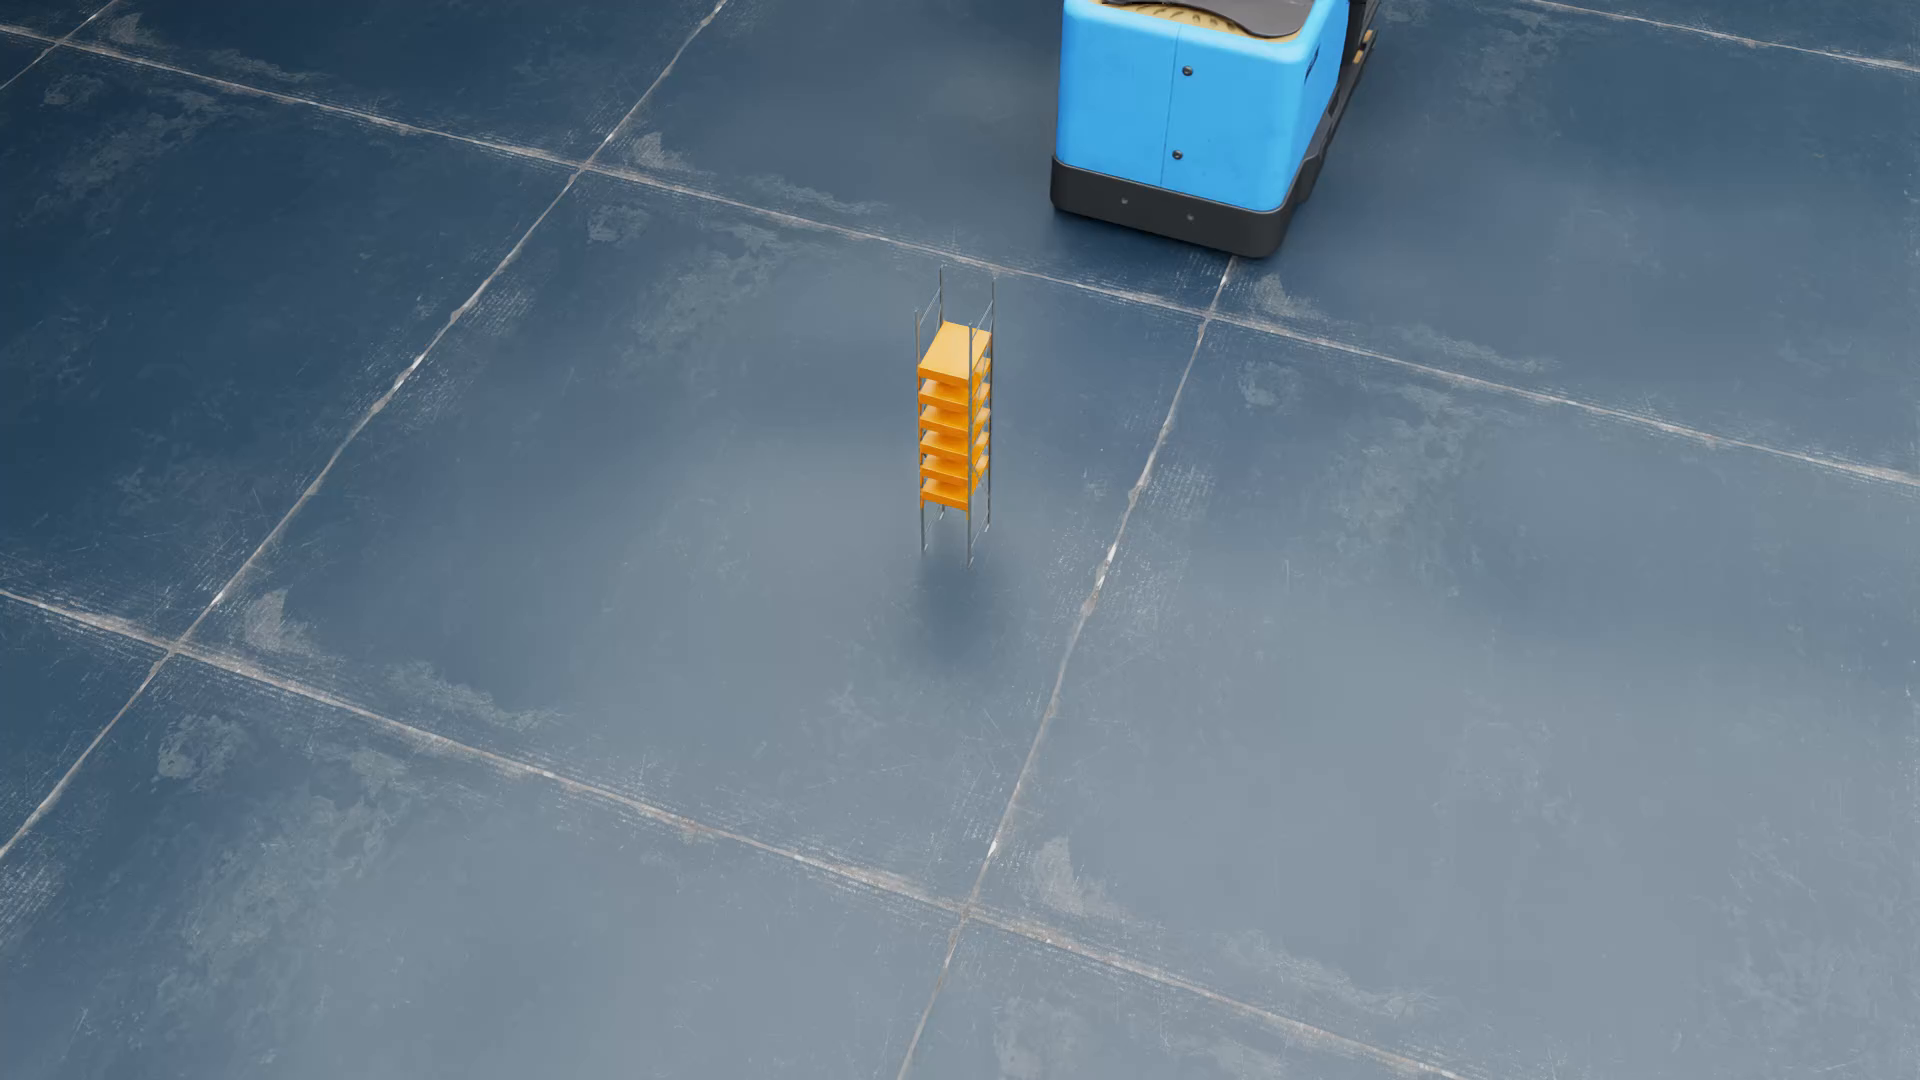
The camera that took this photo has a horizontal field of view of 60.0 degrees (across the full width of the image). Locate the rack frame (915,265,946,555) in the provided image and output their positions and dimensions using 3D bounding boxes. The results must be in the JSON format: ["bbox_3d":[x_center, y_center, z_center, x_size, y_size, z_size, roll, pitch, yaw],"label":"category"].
[{"bbox_3d":[-0.099,-0.421,5.821,0.006,1.200,0.240,16,51,13],"label":"rack frame"}]

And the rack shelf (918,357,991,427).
[{"bbox_3d":[-0.014,-0.525,5.652,0.180,0.103,0.258,16,51,13],"label":"rack shelf"}]

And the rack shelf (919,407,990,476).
[{"bbox_3d":[-0.014,-0.368,5.833,0.180,0.103,0.258,16,51,13],"label":"rack shelf"}]

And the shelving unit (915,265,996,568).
[{"bbox_3d":[-0.014,-0.397,5.800,0.189,1.200,0.258,16,51,13],"label":"shelving unit"}]

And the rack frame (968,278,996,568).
[{"bbox_3d":[0.072,-0.373,5.779,0.006,1.200,0.240,16,51,13],"label":"rack frame"}]

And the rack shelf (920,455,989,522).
[{"bbox_3d":[-0.014,-0.210,6.015,0.180,0.103,0.258,16,51,13],"label":"rack shelf"}]

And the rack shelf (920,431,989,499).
[{"bbox_3d":[-0.014,-0.289,5.924,0.180,0.103,0.258,16,51,13],"label":"rack shelf"}]

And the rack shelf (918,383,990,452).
[{"bbox_3d":[-0.014,-0.446,5.743,0.180,0.103,0.258,16,51,13],"label":"rack shelf"}]

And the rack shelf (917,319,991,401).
[{"bbox_3d":[-0.014,-0.603,5.561,0.180,0.103,0.258,16,51,13],"label":"rack shelf"}]

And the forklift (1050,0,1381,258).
[{"bbox_3d":[1.434,-3.322,7.189,1.130,2.935,3.031,17,51,14],"label":"forklift"}]
